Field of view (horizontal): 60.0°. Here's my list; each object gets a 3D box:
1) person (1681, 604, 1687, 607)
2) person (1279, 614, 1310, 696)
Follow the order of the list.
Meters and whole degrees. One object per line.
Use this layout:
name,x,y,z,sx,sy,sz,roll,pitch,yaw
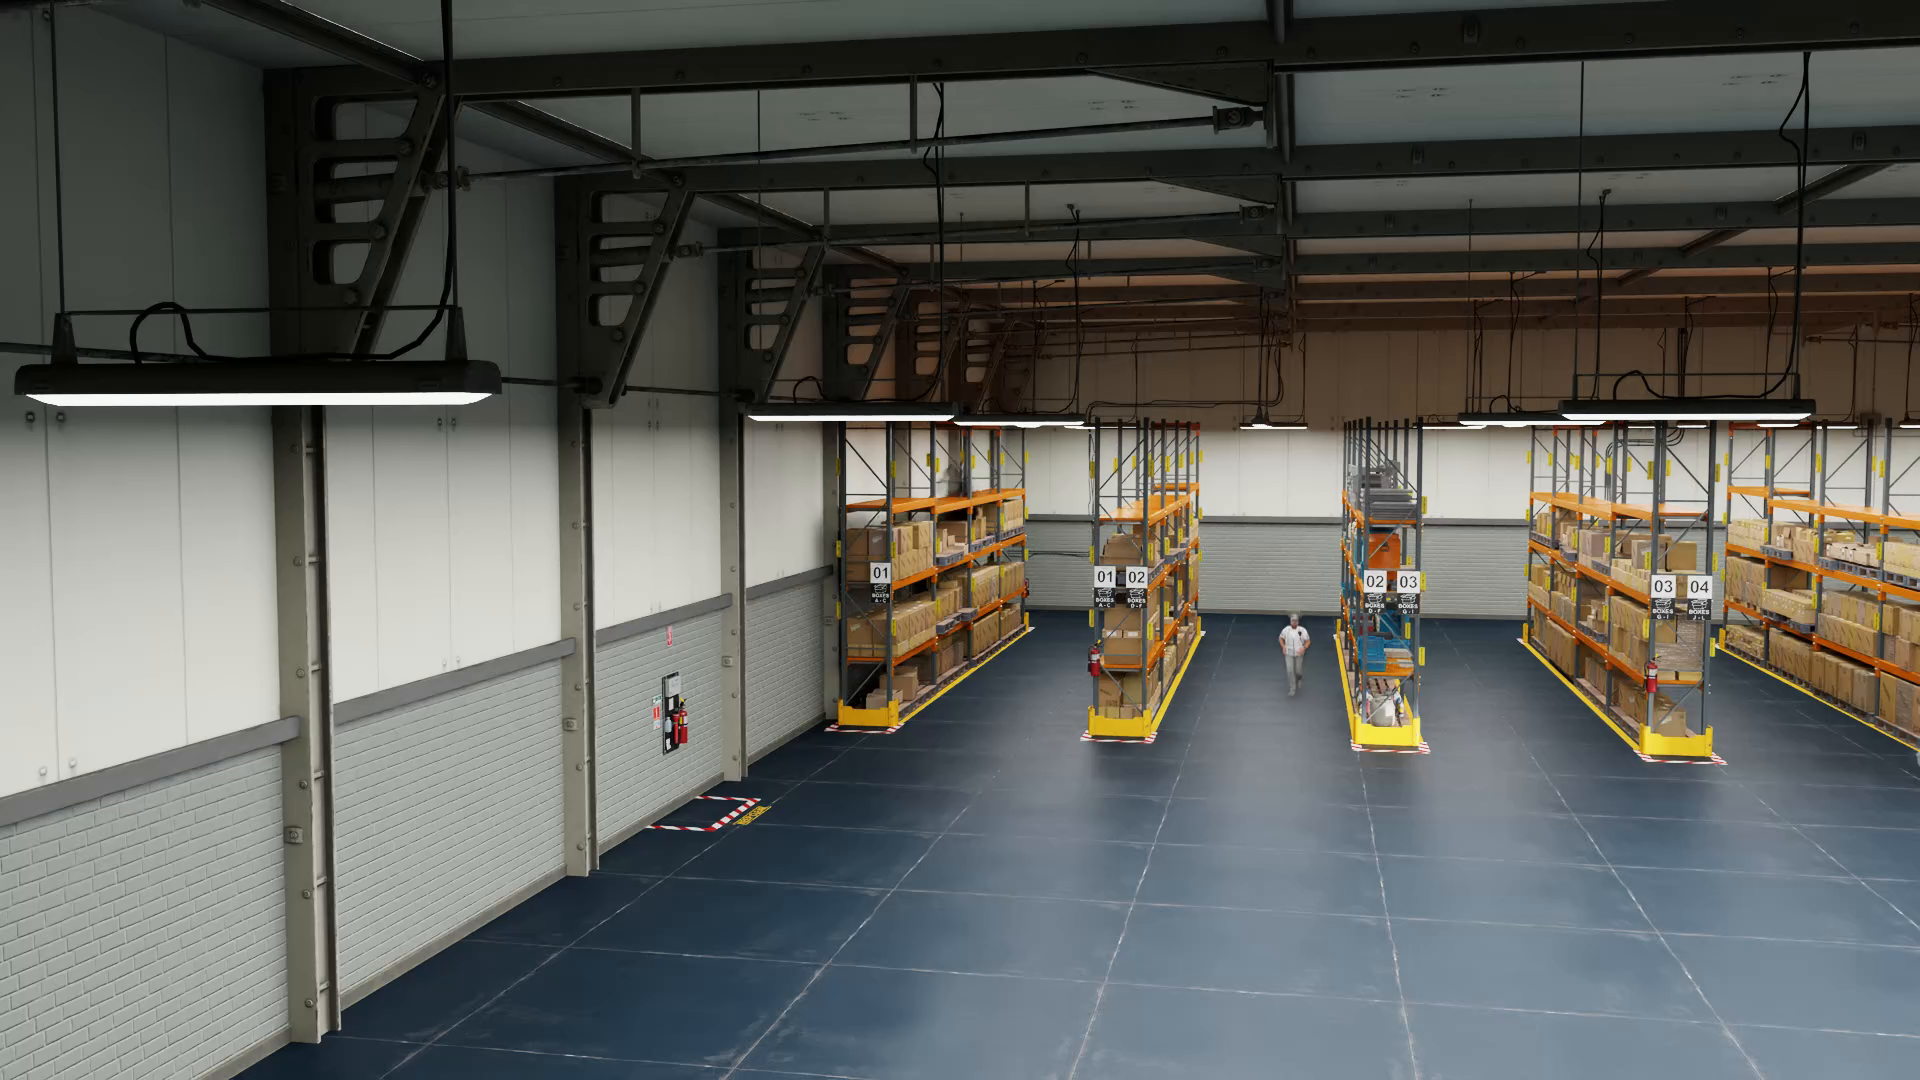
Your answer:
person,18.546,2.120,42.199,0.666,1.741,0.629,1,4,11
person,7.307,2.489,36.349,0.676,1.765,0.767,1,4,13
